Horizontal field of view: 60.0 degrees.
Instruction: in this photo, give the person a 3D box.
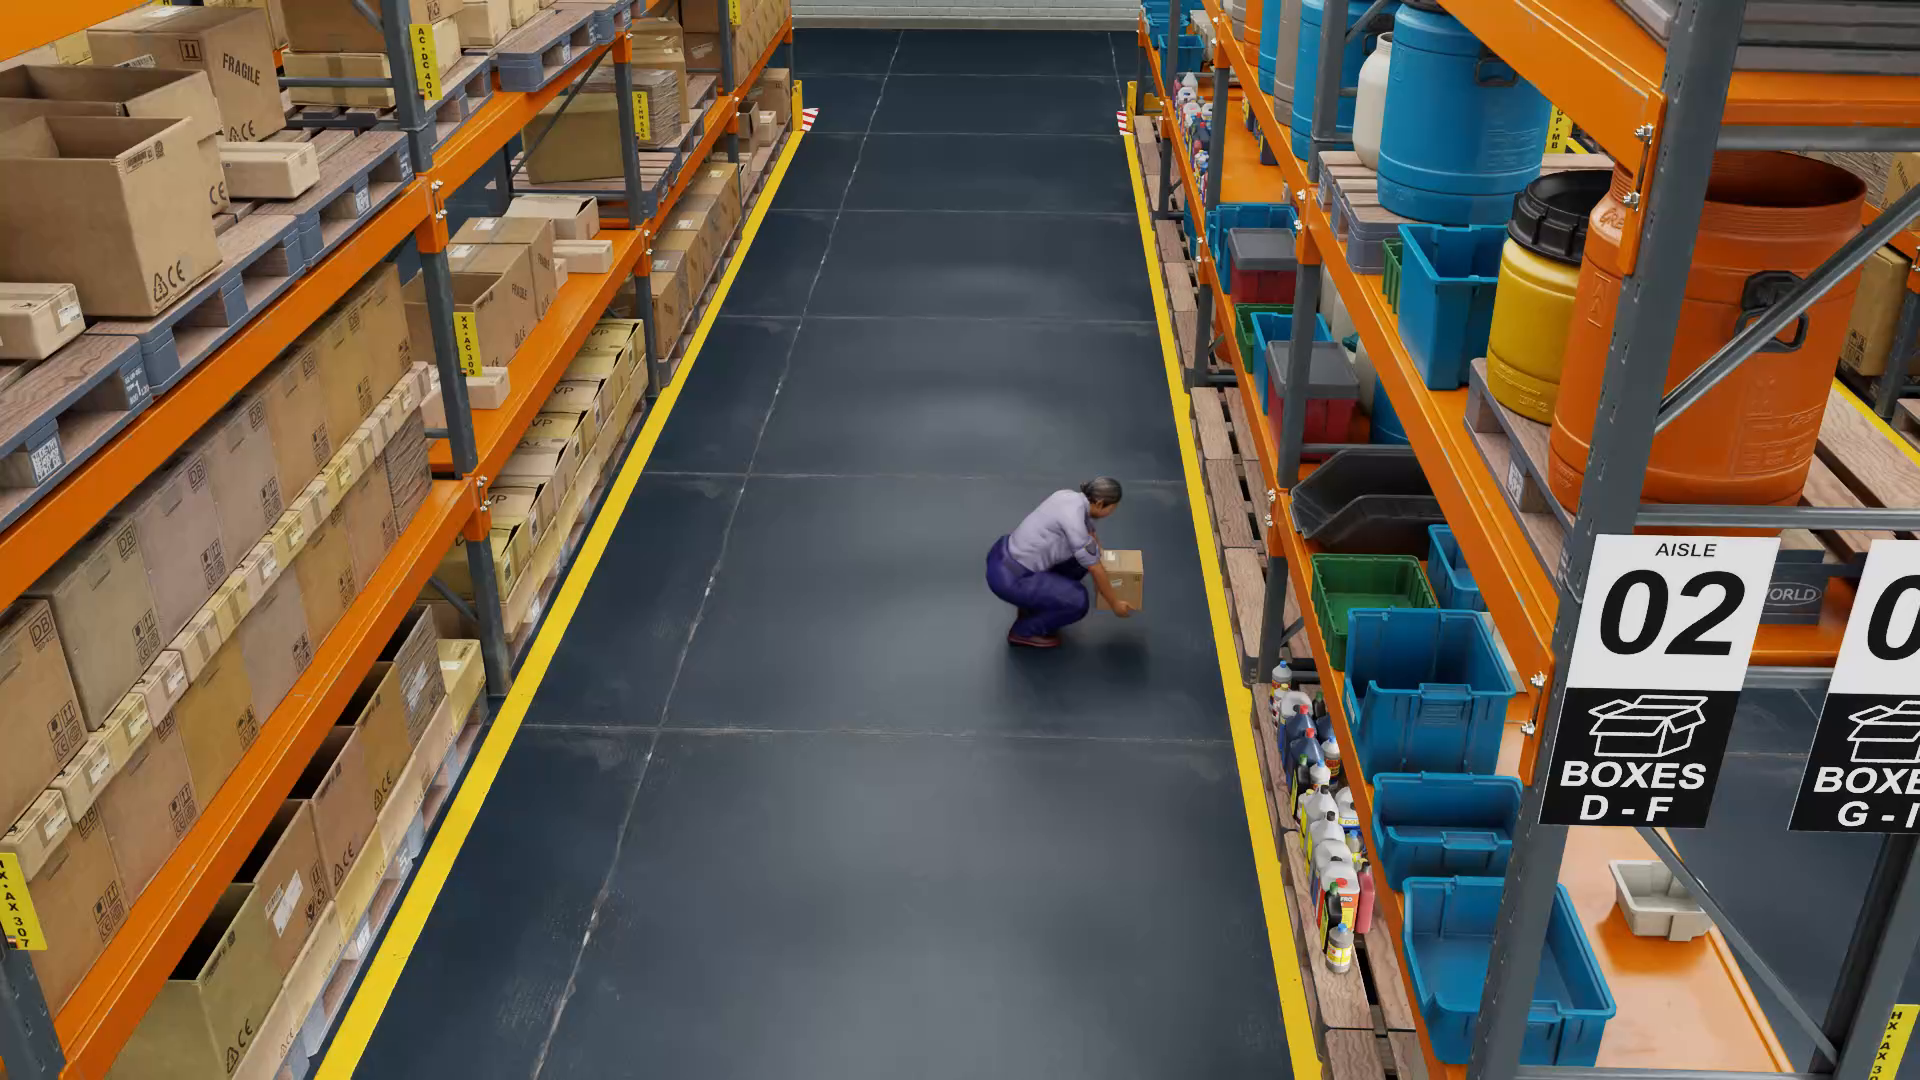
[{"bbox_3d":[0.557,0.103,9.209,0.834,0.945,0.505,0,28,1],"label":"person"}]
